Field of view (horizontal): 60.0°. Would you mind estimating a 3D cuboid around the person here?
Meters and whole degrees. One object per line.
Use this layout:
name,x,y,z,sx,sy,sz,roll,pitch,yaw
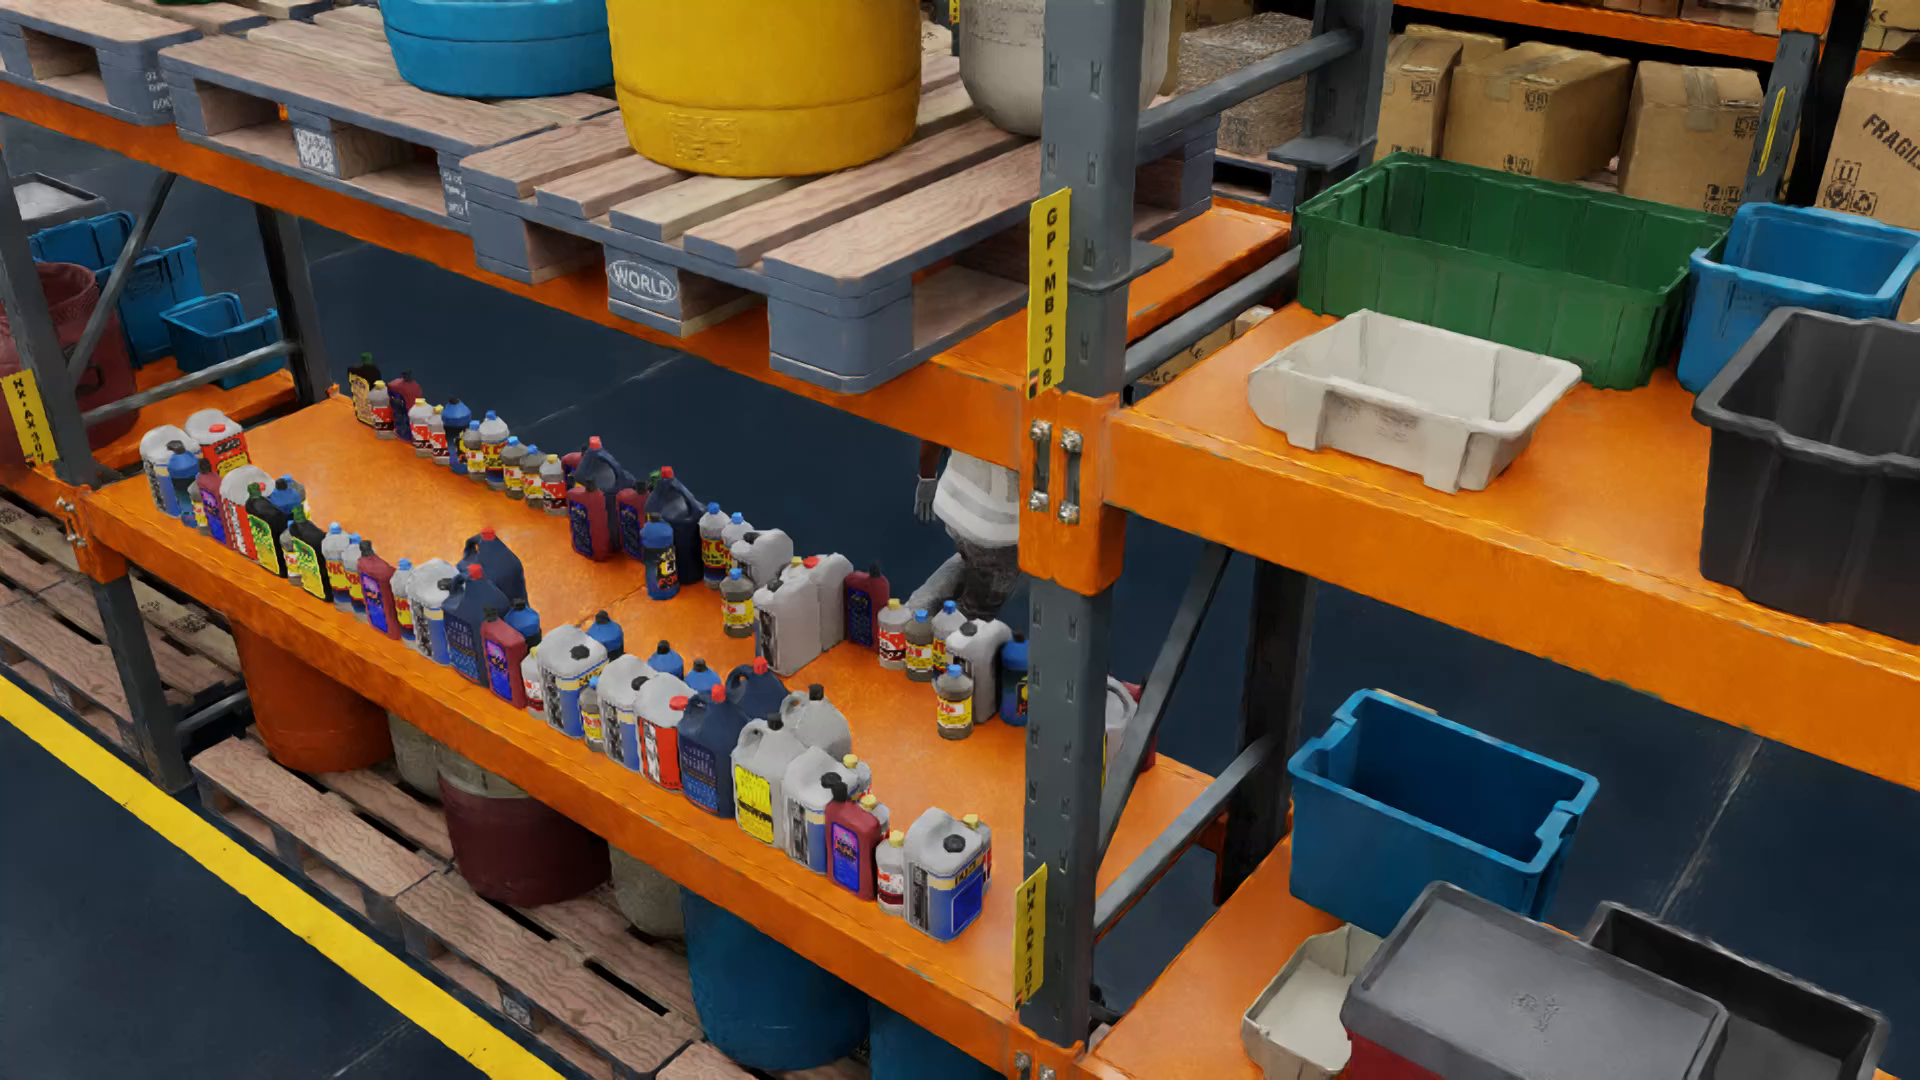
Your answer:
person,0.053,-0.088,6.270,0.514,1.758,0.733,-24,38,-35
